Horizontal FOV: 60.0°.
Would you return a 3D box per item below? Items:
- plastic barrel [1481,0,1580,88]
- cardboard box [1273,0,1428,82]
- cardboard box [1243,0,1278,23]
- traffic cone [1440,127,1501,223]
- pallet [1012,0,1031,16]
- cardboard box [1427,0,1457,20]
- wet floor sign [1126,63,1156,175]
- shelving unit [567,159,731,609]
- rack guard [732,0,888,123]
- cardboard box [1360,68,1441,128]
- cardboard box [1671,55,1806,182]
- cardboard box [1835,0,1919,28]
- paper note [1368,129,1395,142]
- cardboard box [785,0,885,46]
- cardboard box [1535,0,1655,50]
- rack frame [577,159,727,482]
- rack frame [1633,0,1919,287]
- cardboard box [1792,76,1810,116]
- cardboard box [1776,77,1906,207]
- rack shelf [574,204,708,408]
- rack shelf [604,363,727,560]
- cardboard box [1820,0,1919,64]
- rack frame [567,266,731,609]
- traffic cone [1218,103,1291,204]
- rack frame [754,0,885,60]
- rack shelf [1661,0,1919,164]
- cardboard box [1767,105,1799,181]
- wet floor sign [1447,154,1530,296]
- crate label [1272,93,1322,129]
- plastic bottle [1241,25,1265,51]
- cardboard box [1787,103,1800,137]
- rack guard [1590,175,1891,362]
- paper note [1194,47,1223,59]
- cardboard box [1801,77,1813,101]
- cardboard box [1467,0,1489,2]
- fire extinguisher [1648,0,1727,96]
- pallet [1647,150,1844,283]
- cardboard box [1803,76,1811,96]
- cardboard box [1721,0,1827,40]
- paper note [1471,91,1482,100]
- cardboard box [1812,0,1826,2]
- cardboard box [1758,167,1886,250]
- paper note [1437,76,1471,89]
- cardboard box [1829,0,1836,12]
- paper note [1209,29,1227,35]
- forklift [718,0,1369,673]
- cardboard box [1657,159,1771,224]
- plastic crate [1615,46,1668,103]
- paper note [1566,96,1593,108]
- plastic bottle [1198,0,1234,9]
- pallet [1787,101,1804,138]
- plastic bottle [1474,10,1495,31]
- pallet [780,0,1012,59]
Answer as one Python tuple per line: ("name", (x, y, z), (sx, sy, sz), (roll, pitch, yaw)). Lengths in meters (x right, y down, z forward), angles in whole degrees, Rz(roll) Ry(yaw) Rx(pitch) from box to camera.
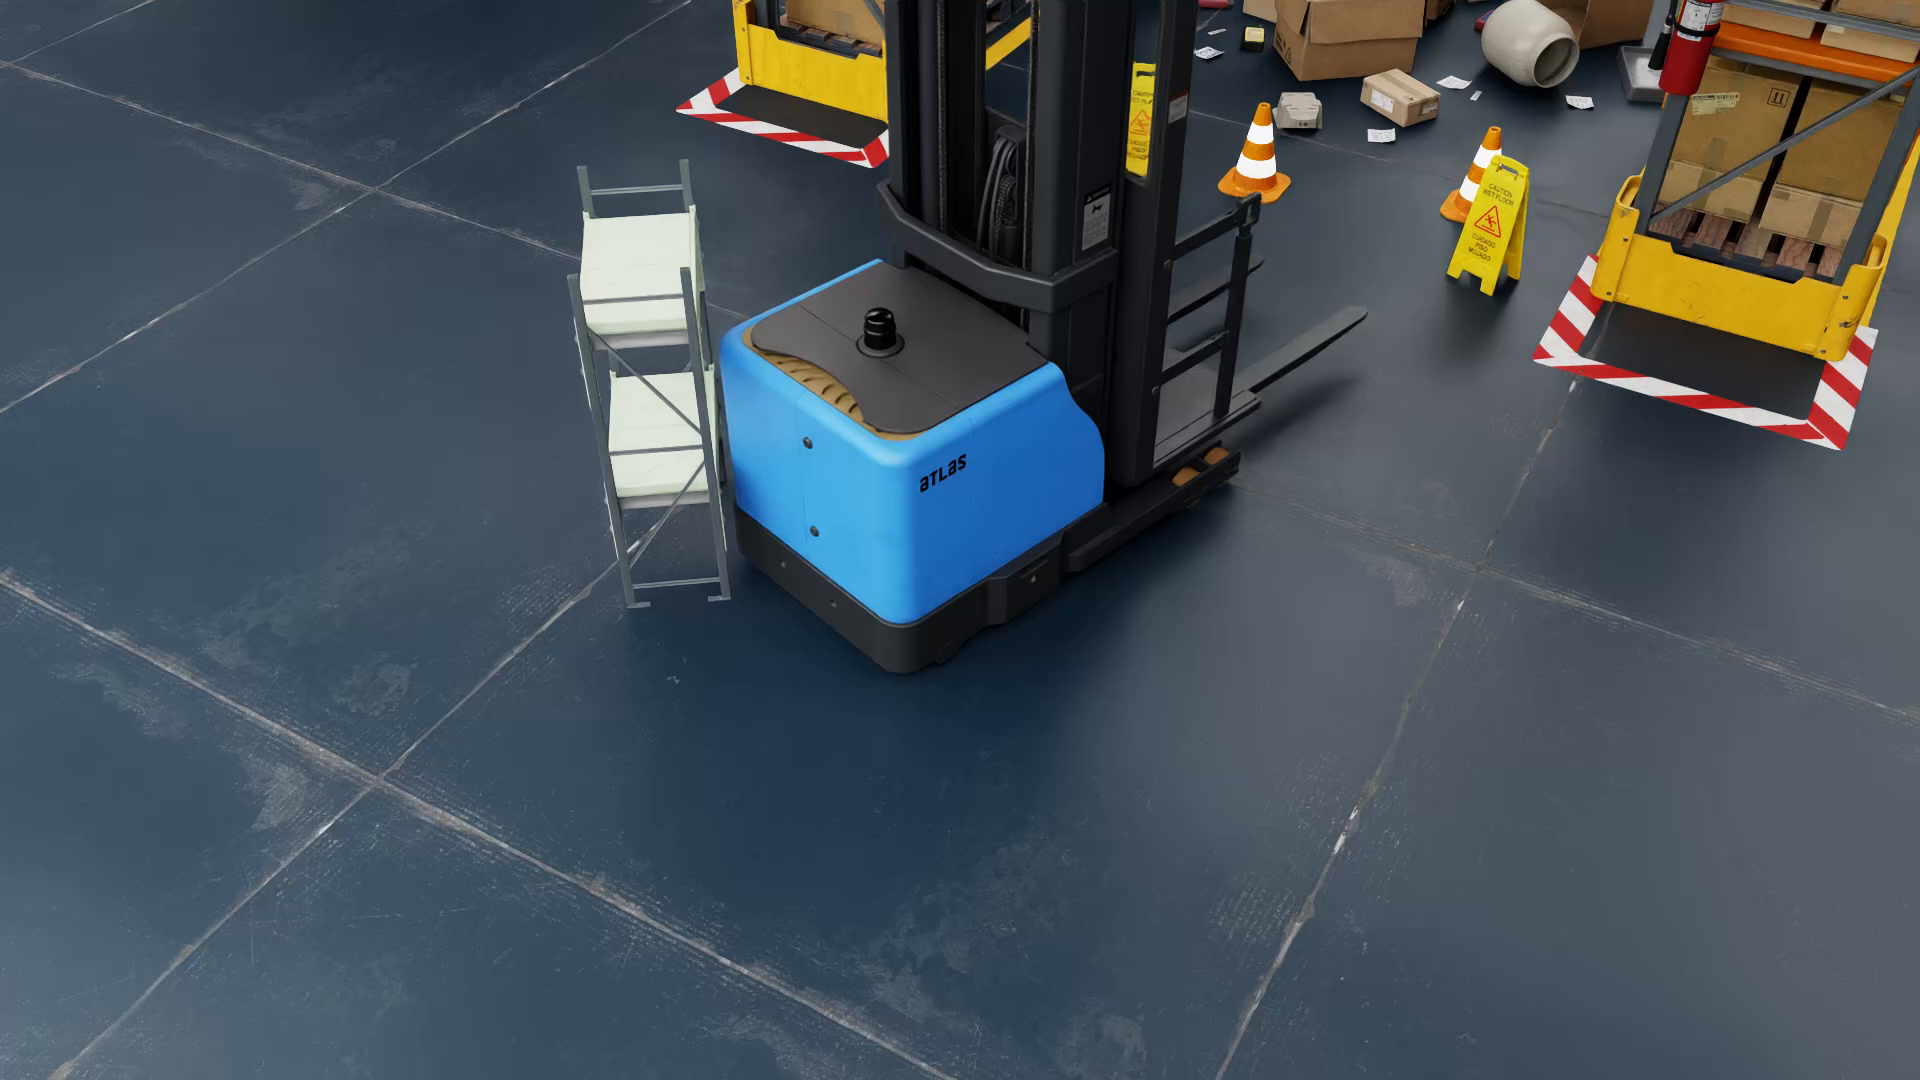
("plastic barrel", (3.333, -2.898, 9.721), (0.421, 0.421, 0.512), (-14, 43, -15))
("cardboard box", (2.297, -3.088, 9.876), (0.797, 0.503, 0.637), (-7, 42, -7))
("cardboard box", (2.010, -3.432, 10.446), (0.396, 0.266, 0.258), (29, 49, 29))
("traffic cone", (2.708, -1.903, 8.561), (0.336, 0.463, 0.334), (21, 45, 22))
("pallet", (0.217, -3.894, 11.012), (1.003, 0.211, 1.213), (21, 45, 22))
("cardboard box", (2.758, -3.677, 10.441), (0.797, 0.637, 0.503), (21, 45, 22))
("wet floor sign", (0.973, -2.207, 8.767), (0.267, 0.644, 0.232), (14, 43, 15))
("shelving unit", (-1.139, -0.559, 6.250), (0.431, 1.500, 0.755), (-5, 42, -5))
("rack guard", (-0.738, -2.810, 9.562), (1.175, 0.500, 0.348), (21, 45, 22))
("cardboard box", (2.517, -2.530, 9.510), (0.250, 0.149, 0.380), (-21, 45, -22))
("cardboard box", (3.785, -2.134, 8.099), (0.500, 0.500, 0.500), (21, 46, 22))
("cardboard box", (4.087, -2.511, 7.031), (0.500, 0.500, 0.500), (20, 45, 21))
("paper note", (2.360, -2.267, 9.301), (0.148, 0.019, 0.142), (7, 42, 8))
("cardboard box", (-0.444, -3.532, 9.781), (0.875, 0.875, 0.875), (21, 46, 22))
("cardboard box", (3.897, -3.371, 10.198), (0.500, 0.500, 0.500), (-14, 43, -15))
("rack frame", (-1.185, -0.799, 6.523), (0.400, 1.500, 0.023), (-5, 42, -5))
("rack frame", (3.610, -2.182, 6.958), (1.000, 3.000, 0.127), (21, 45, 22))
("cardboard box", (4.043, -2.434, 8.439), (0.500, 0.500, 0.500), (23, 46, 24))
("cardboard box", (4.264, -1.973, 7.917), (0.500, 0.500, 0.500), (19, 45, 21))
("rack shelf", (-1.139, -0.852, 5.993), (0.431, 0.370, 0.720), (-5, 42, -5))
("rack shelf", (-1.139, -0.315, 6.466), (0.431, 0.370, 0.720), (-5, 42, -5))
("cardboard box", (3.959, -2.214, 7.184), (0.380, 0.149, 0.250), (21, 46, 22))
("rack frame", (-1.092, -0.320, 5.978), (0.400, 1.500, 0.023), (-5, 42, -5))
("traffic cone", (1.577, -2.075, 8.757), (0.336, 0.463, 0.334), (21, 45, 22))
("rack frame", (-0.726, -3.762, 8.752), (1.000, 3.000, 0.127), (21, 45, 22))
("rack shelf", (4.611, -3.057, 8.496), (1.077, 0.370, 4.000), (21, 45, 22))
("cardboard box", (4.047, -2.153, 8.688), (0.500, 0.250, 0.500), (21, 46, 22))
("wet floor sign", (2.588, -1.544, 8.015), (0.232, 0.644, 0.267), (-29, 49, -29))
("crate label", (1.917, -2.424, 9.398), (0.250, 0.136, 0.298), (0, 41, 0))
("plastic bottle", (1.803, -3.093, 10.216), (0.133, 0.061, 0.283), (7, 42, 8))
("cardboard box", (4.305, -2.455, 9.030), (0.500, 0.250, 0.500), (19, 45, 21))
("rack guard", (3.648, -1.288, 7.834), (1.175, 0.500, 0.348), (21, 45, 22))
("paper note", (1.507, -2.959, 10.088), (0.142, 0.017, 0.144), (-29, 49, -29))
("cardboard box", (4.562, -2.735, 9.349), (0.500, 0.250, 0.500), (20, 45, 22))
("cardboard box", (3.346, -3.689, 10.738), (0.258, 0.266, 0.396), (-7, 42, -7))
("fire extinguisher", (3.154, -2.240, 7.083), (0.296, 0.674, 0.183), (21, 45, 22))
("pallet", (4.085, -1.632, 8.444), (1.003, 0.211, 1.213), (21, 45, 22))
("cardboard box", (4.302, -2.720, 8.765), (0.500, 0.500, 0.500), (20, 45, 21))
("cardboard box", (3.612, -2.373, 7.365), (0.380, 0.149, 0.250), (22, 46, 23))
("paper note", (3.006, -2.589, 9.682), (0.032, 0.001, 0.123), (21, 45, 22))
("cardboard box", (3.643, -2.733, 7.283), (0.500, 0.500, 0.500), (20, 45, 21))
("cardboard box", (4.253, -1.678, 8.149), (0.500, 0.250, 0.500), (21, 45, 22))
("paper note", (2.914, -2.699, 9.801), (0.142, 0.019, 0.148), (-29, 49, -29))
("cardboard box", (4.073, -2.363, 7.354), (0.380, 0.149, 0.250), (22, 46, 23))
("paper note", (1.598, -3.157, 10.328), (0.123, 0.001, 0.032), (-21, 45, -22))
("forklift", (0.536, -1.463, 6.193), (3.031, 2.935, 1.130), (-32, 50, -31))
("cardboard box", (3.793, -1.873, 8.370), (0.500, 0.250, 0.500), (21, 45, 22))
("plastic crate", (4.116, -2.748, 9.810), (0.402, 0.080, 0.583), (7, 42, 8))
("paper note", (3.583, -2.537, 9.607), (0.142, 0.019, 0.148), (7, 42, 8))
("plastic bottle", (1.606, -3.447, 10.618), (0.283, 0.061, 0.133), (7, 42, 8))
("pallet", (4.696, -2.328, 9.234), (1.003, 0.211, 1.213), (21, 45, 22))
("plastic bottle", (3.342, -3.250, 10.394), (0.133, 0.061, 0.283), (29, 49, 29))
("pallet", (-0.394, -3.198, 10.222), (1.003, 0.211, 1.213), (21, 45, 22))
